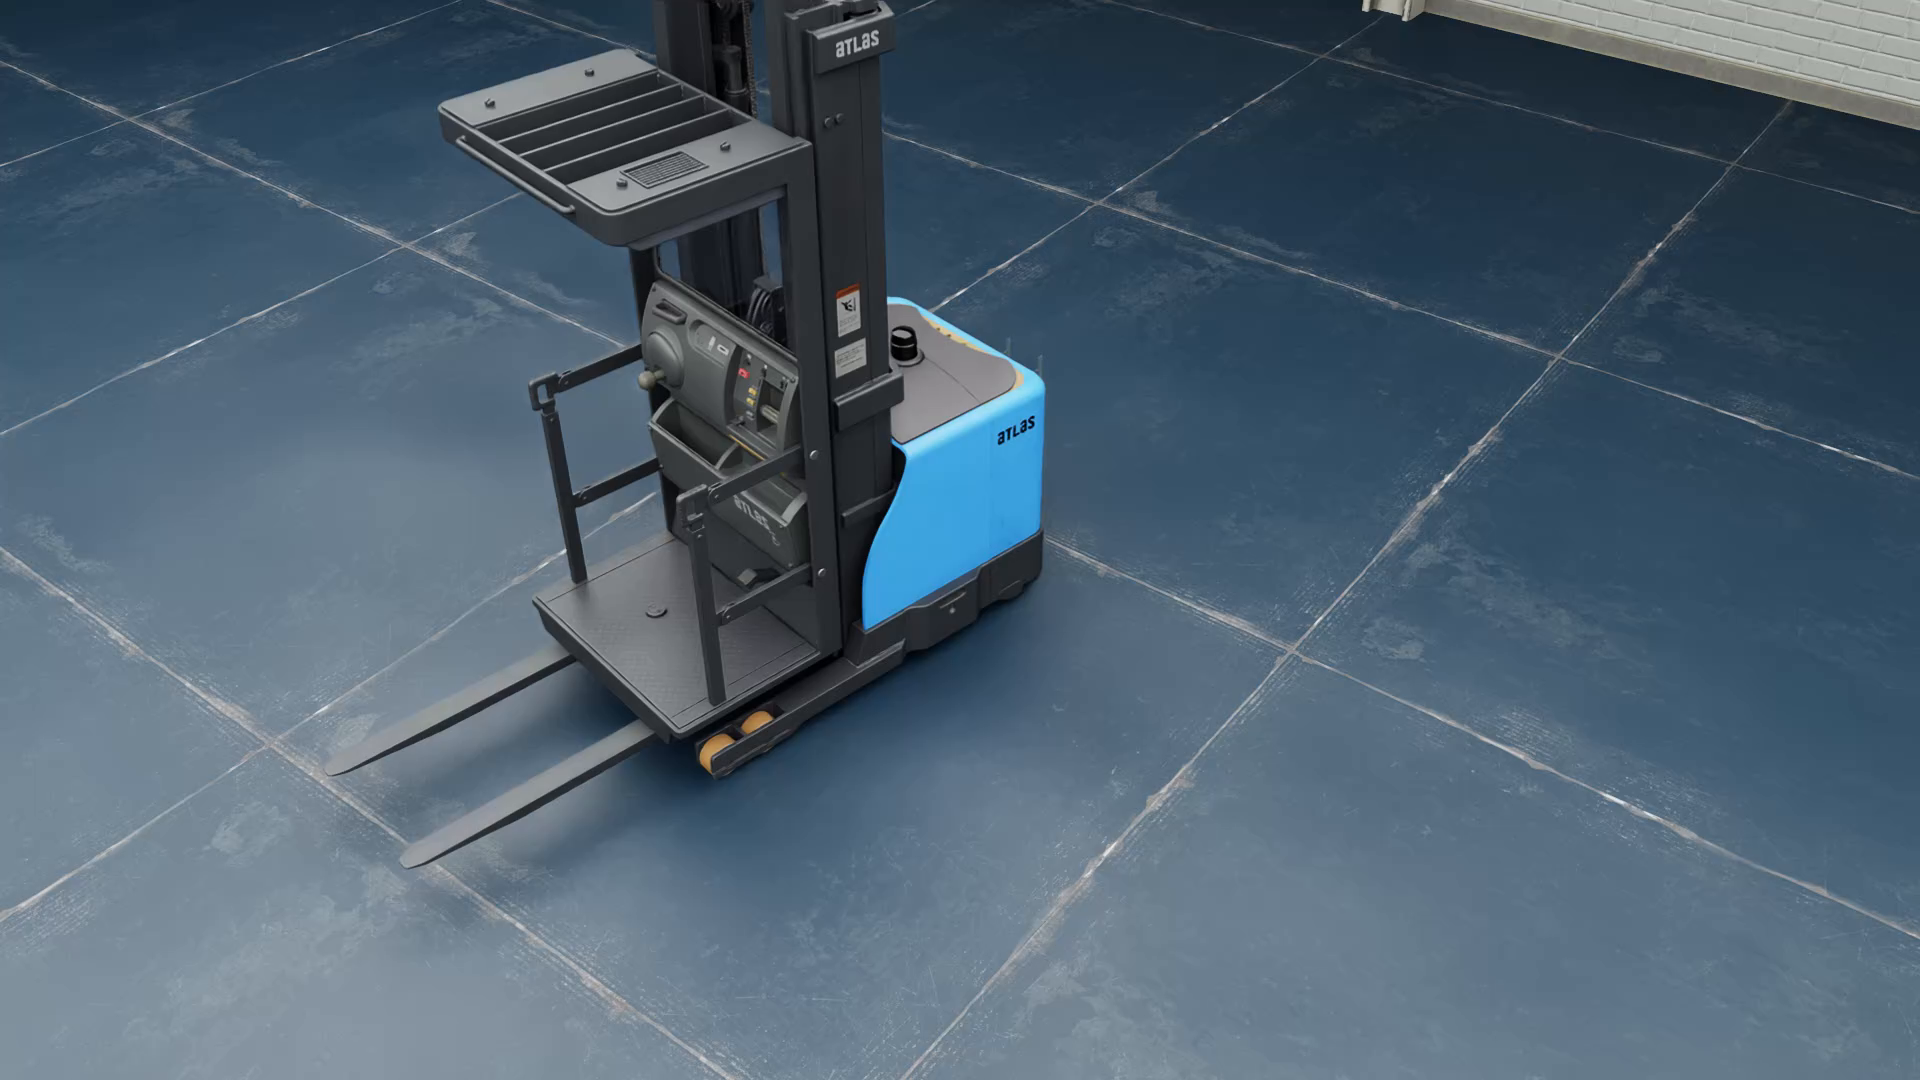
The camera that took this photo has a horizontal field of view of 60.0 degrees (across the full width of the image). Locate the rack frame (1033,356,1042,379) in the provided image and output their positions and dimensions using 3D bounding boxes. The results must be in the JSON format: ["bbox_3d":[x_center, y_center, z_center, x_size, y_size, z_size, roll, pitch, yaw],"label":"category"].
[{"bbox_3d":[0.271,-0.407,7.539,0.240,0.900,0.006,-29,46,-32],"label":"rack frame"}]

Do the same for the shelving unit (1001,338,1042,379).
[{"bbox_3d":[0.203,-0.454,7.599,0.258,0.900,0.210,-29,46,-32],"label":"shelving unit"}]

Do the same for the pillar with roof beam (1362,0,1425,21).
[{"bbox_3d":[0.790,-5.600,7.603,0.400,9.000,9.100,25,45,29],"label":"pillar with roof beam"}]

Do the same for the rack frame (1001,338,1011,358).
[{"bbox_3d":[0.135,-0.500,7.658,0.240,0.900,0.006,-29,46,-32],"label":"rack frame"}]

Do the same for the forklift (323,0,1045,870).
[{"bbox_3d":[-1.064,-0.588,6.123,3.031,2.935,1.130,-29,46,-32],"label":"forklift"}]
